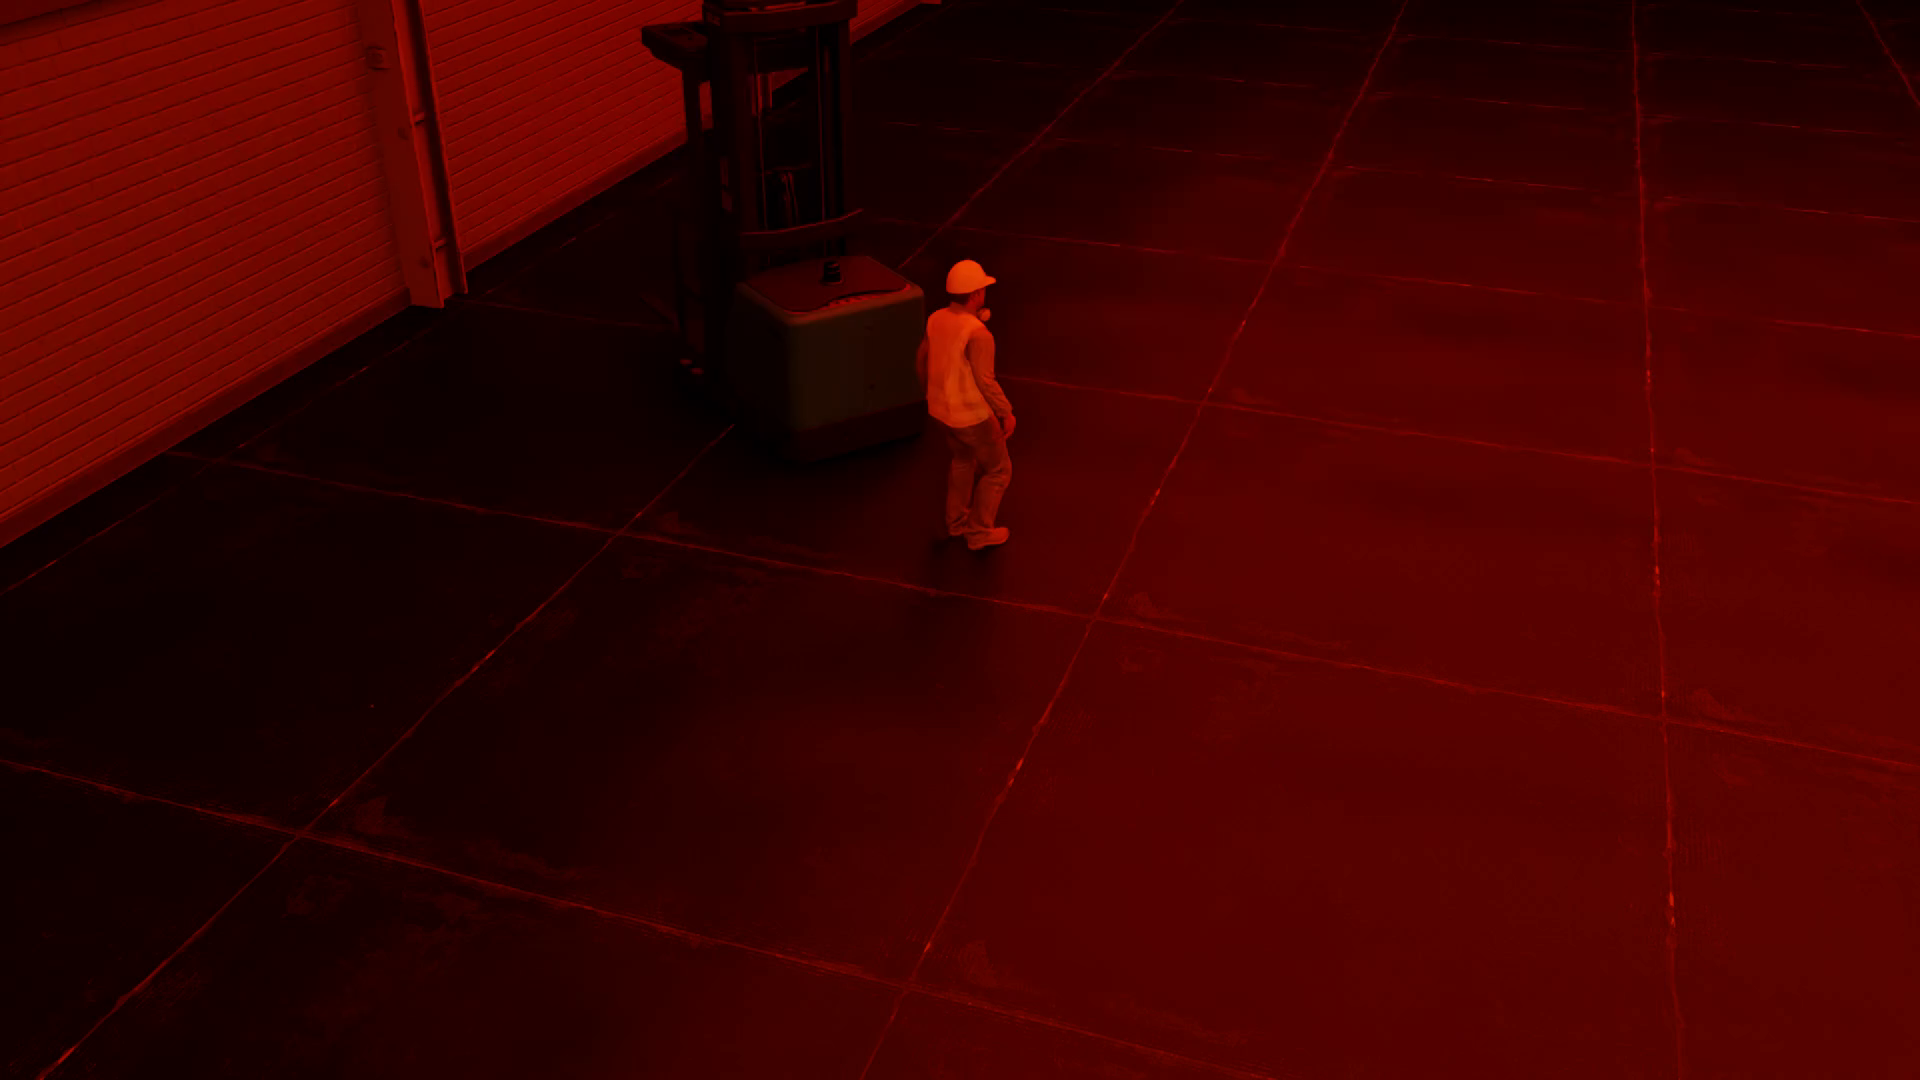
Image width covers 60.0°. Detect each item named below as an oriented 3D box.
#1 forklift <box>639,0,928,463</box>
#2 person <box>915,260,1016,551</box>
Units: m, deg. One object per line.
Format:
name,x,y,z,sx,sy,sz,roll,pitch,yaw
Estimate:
forklift,-1.428,-2.460,11.453,1.130,2.935,3.031,-17,34,-28
person,0.043,-0.771,9.700,0.432,1.749,0.695,-19,35,-30
